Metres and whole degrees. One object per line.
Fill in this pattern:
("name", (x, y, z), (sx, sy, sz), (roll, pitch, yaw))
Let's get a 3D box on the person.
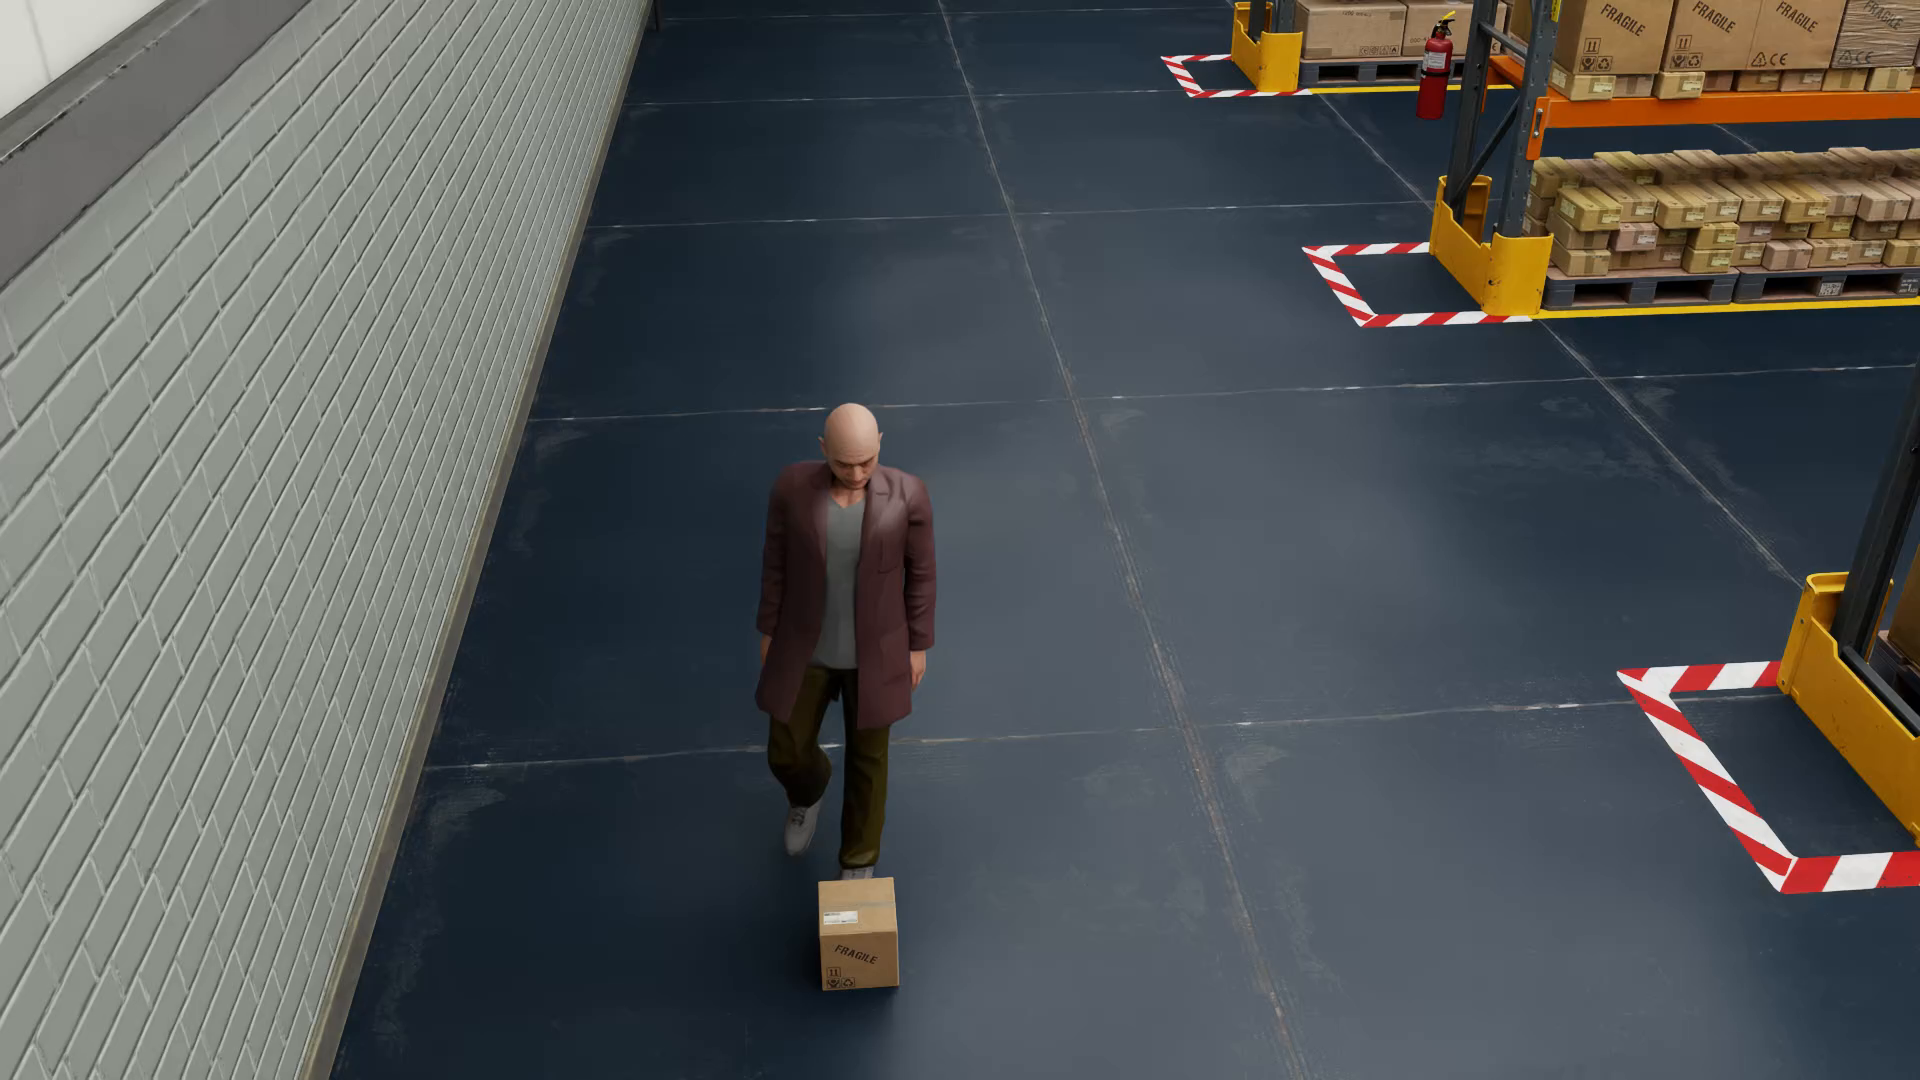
("person", (-0.383, 0.384, 5.457), (0.604, 1.772, 0.632), (1, 31, 2))
